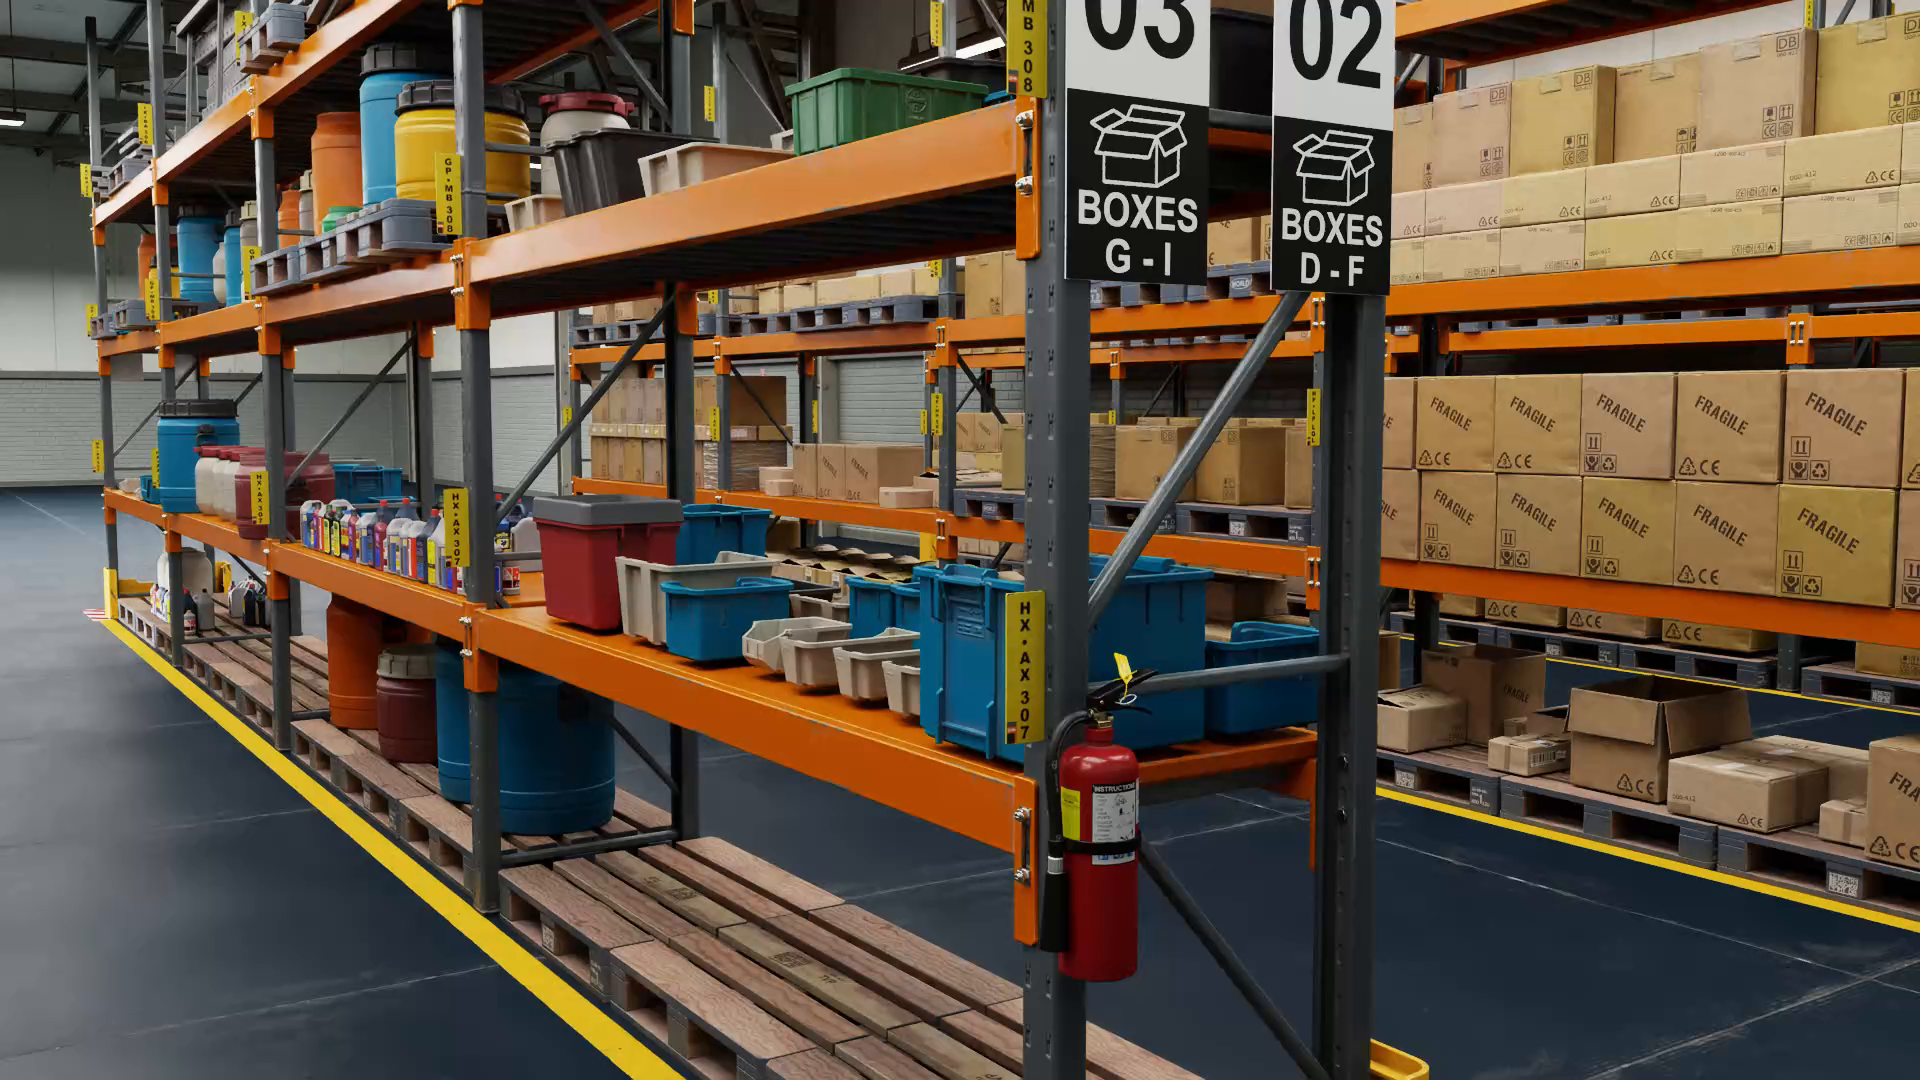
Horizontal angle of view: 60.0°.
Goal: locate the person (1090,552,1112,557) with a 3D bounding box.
[{"bbox_3d":[1.227,-0.046,16.191,1.024,1.761,0.537,-3,6,-37],"label":"person"}]
